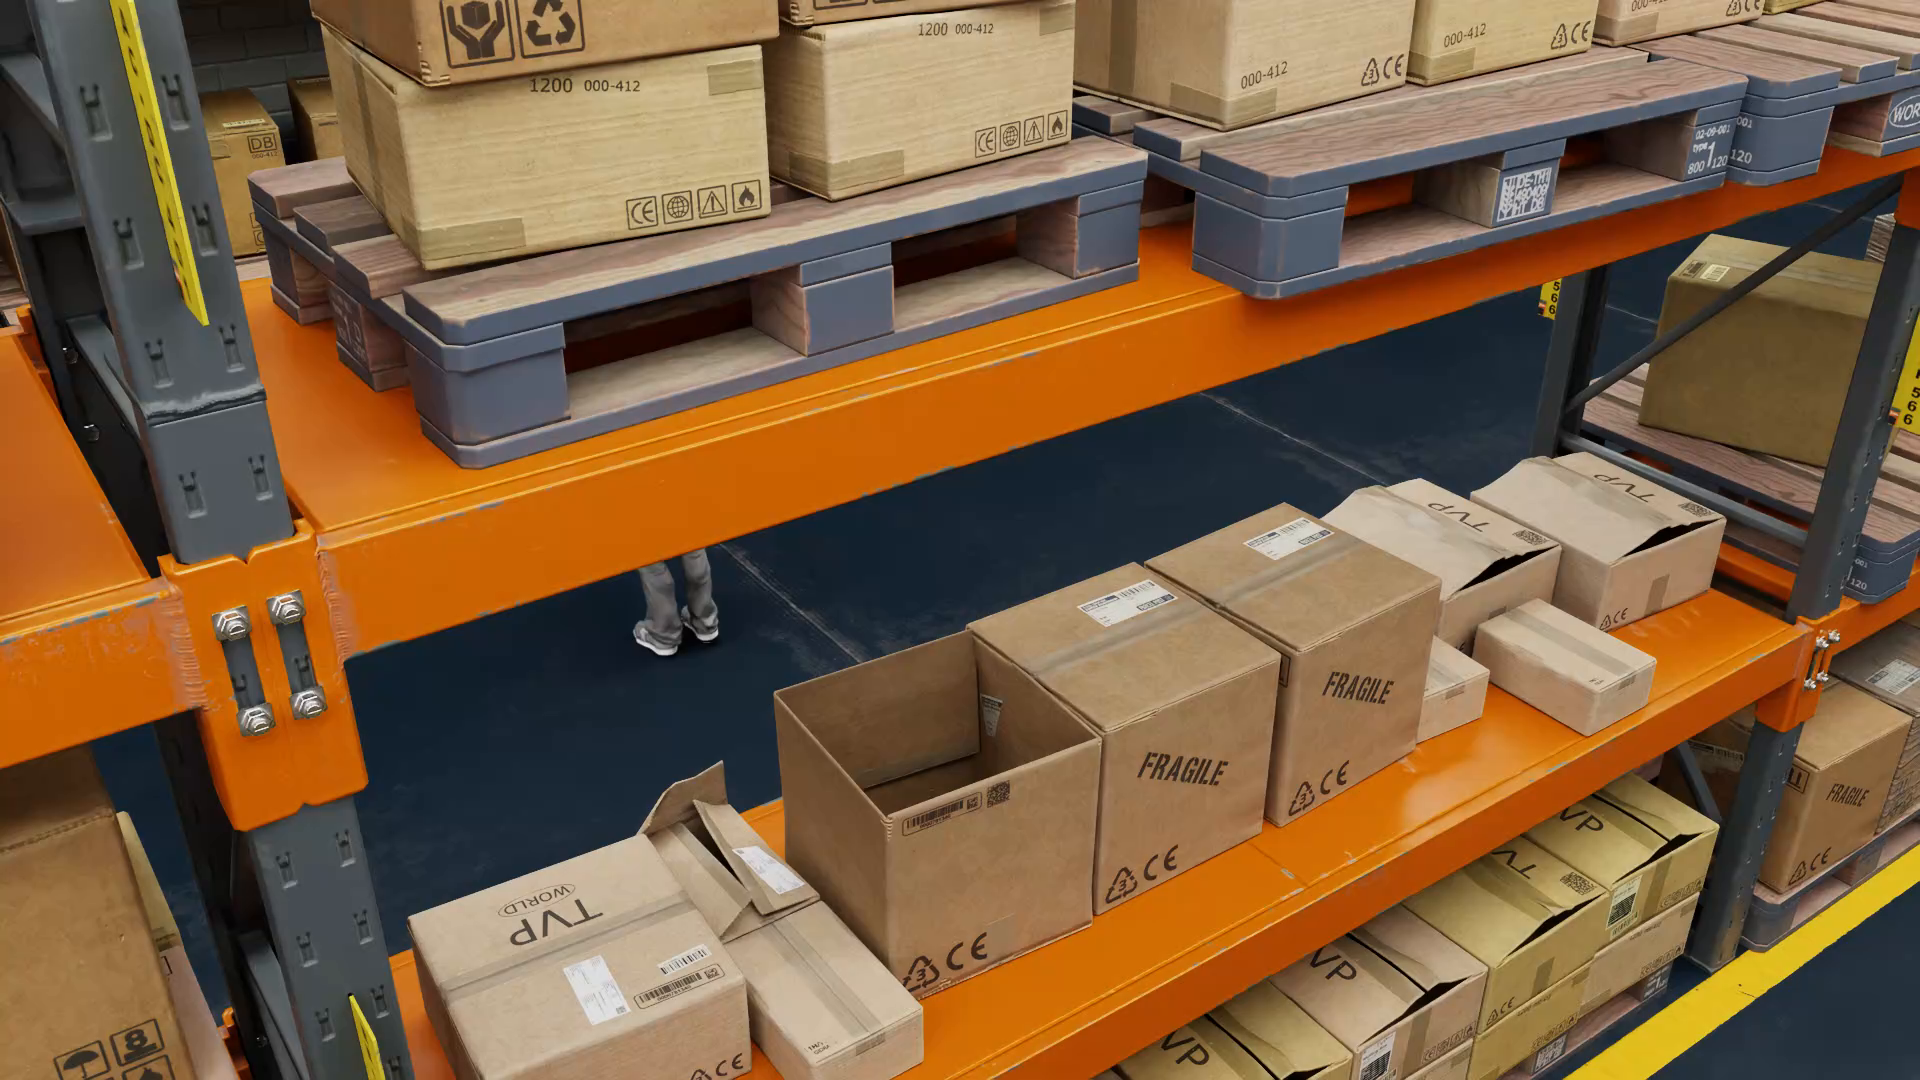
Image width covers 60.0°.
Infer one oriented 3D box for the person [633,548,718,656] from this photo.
[{"bbox_3d":[-1.250,-0.284,6.644,0.426,1.598,0.481,-22,36,-34],"label":"person"}]
